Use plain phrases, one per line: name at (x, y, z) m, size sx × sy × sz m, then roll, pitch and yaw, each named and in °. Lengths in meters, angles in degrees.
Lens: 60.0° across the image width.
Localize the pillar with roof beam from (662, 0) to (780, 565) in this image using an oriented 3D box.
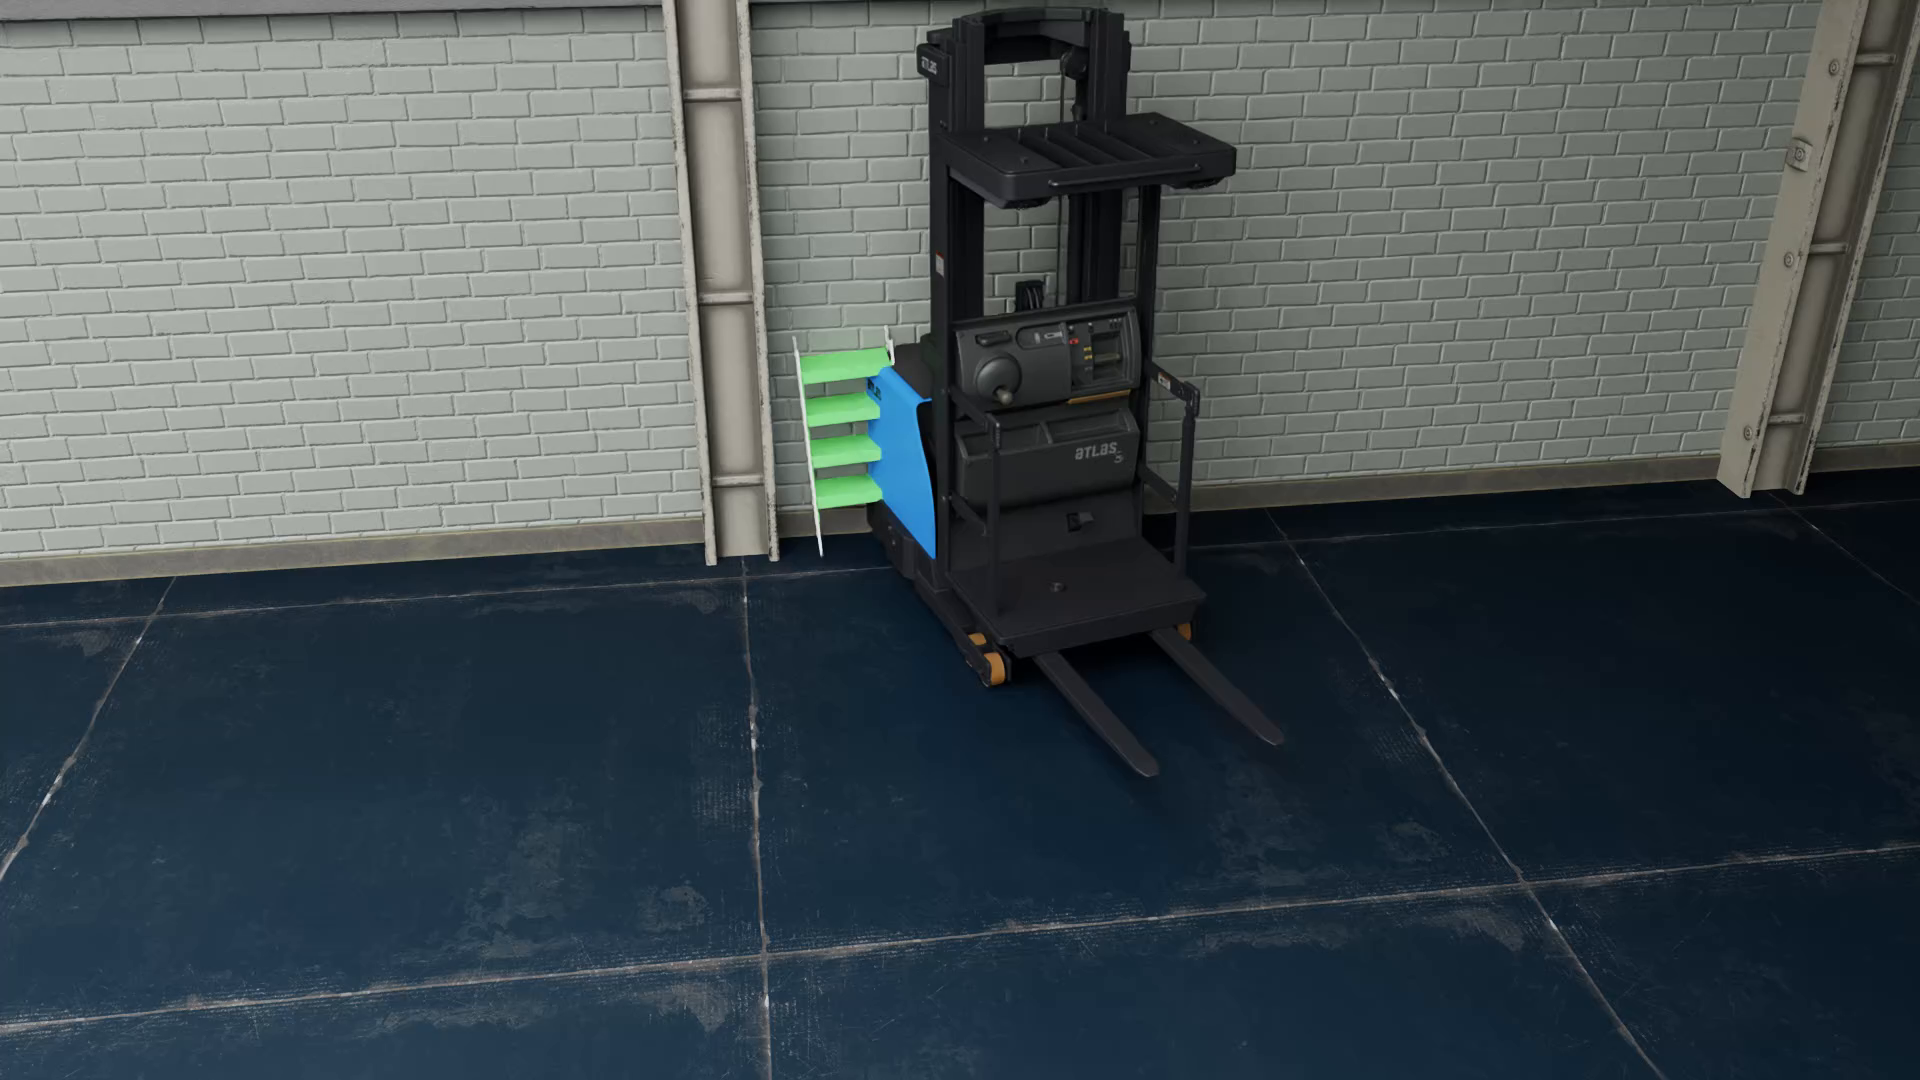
pillar with roof beam at (-0.595, -2.003, 3.296) m, size 0.400 × 9.000 × 9.100 m, roll -4°, pitch 27°, yaw -7°

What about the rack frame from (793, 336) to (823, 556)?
rack frame at (-0.814, -0.487, 8.922) m, size 0.015 × 1.200 × 0.240 m, roll -8°, pitch 27°, yaw -6°

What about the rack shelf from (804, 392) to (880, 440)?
rack shelf at (-0.586, -0.676, 8.869) m, size 0.480 × 0.148 × 0.258 m, roll -8°, pitch 27°, yaw -6°

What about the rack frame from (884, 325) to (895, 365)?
rack frame at (-0.333, -0.551, 8.974) m, size 0.015 × 1.200 × 0.240 m, roll -8°, pitch 27°, yaw -6°

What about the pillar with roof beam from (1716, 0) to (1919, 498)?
pillar with roof beam at (5.346, -2.384, 4.040) m, size 0.400 × 9.000 × 9.100 m, roll -4°, pitch 27°, yaw -7°

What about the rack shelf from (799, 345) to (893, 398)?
rack shelf at (-0.603, -0.890, 8.761) m, size 0.480 × 0.148 × 0.258 m, roll -8°, pitch 27°, yaw -6°

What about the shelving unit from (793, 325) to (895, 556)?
shelving unit at (-0.574, -0.519, 8.948) m, size 0.503 × 1.200 × 0.258 m, roll -8°, pitch 27°, yaw -6°

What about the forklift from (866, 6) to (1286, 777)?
forklift at (0.507, -0.827, 7.651) m, size 1.130 × 2.935 × 3.031 m, roll -11°, pitch 29°, yaw -20°
